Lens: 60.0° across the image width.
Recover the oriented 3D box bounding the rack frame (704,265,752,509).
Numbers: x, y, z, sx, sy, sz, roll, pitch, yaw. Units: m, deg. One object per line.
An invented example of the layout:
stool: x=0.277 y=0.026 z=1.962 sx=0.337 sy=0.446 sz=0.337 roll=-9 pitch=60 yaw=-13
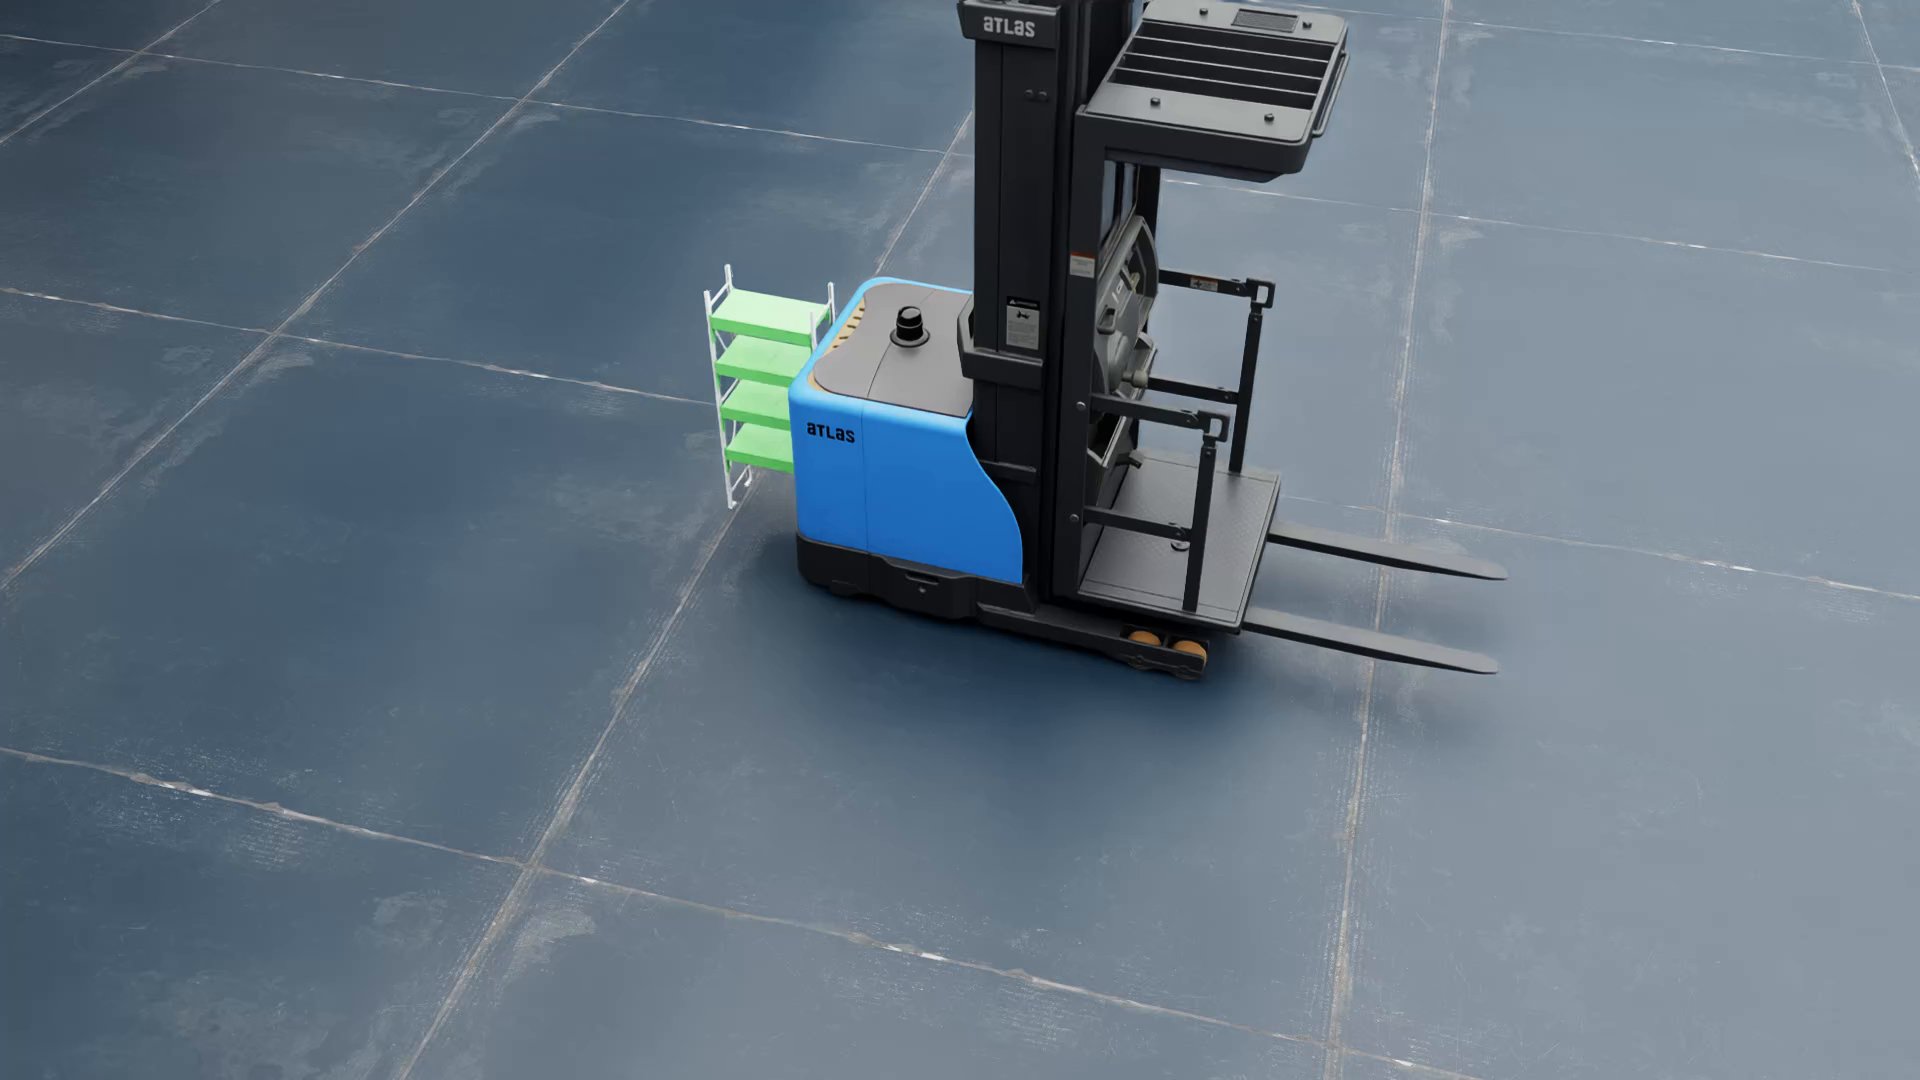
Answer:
rack frame: x=-1.058 y=-0.680 z=7.627 sx=0.015 sy=1.200 sz=0.240 roll=12 pitch=41 yaw=14

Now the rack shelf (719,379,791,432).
rack shelf: x=-0.826 y=-0.583 z=7.610 sx=0.480 sy=0.148 sz=0.258 roll=12 pitch=41 yaw=14

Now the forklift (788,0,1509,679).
forklift: x=0.848 y=-0.917 z=6.563 sx=3.031 sy=2.935 sz=1.130 roll=12 pitch=41 yaw=14

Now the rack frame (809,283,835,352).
rack frame: x=-0.594 y=-0.583 z=7.511 sx=0.015 sy=1.200 sz=0.240 roll=12 pitch=41 yaw=14

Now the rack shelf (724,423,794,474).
rack shelf: x=-0.826 y=-0.399 z=7.765 sx=0.480 sy=0.148 sz=0.258 roll=12 pitch=41 yaw=14

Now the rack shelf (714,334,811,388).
rack shelf: x=-0.826 y=-0.767 z=7.456 sx=0.480 sy=0.148 sz=0.258 roll=12 pitch=41 yaw=14

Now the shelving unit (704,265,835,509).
shelving unit: x=-0.826 y=-0.632 z=7.569 sx=0.503 sy=1.200 sz=0.258 roll=12 pitch=41 yaw=14

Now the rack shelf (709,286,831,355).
rack shelf: x=-0.826 y=-0.950 z=7.302 sx=0.480 sy=0.148 sz=0.258 roll=12 pitch=41 yaw=14
